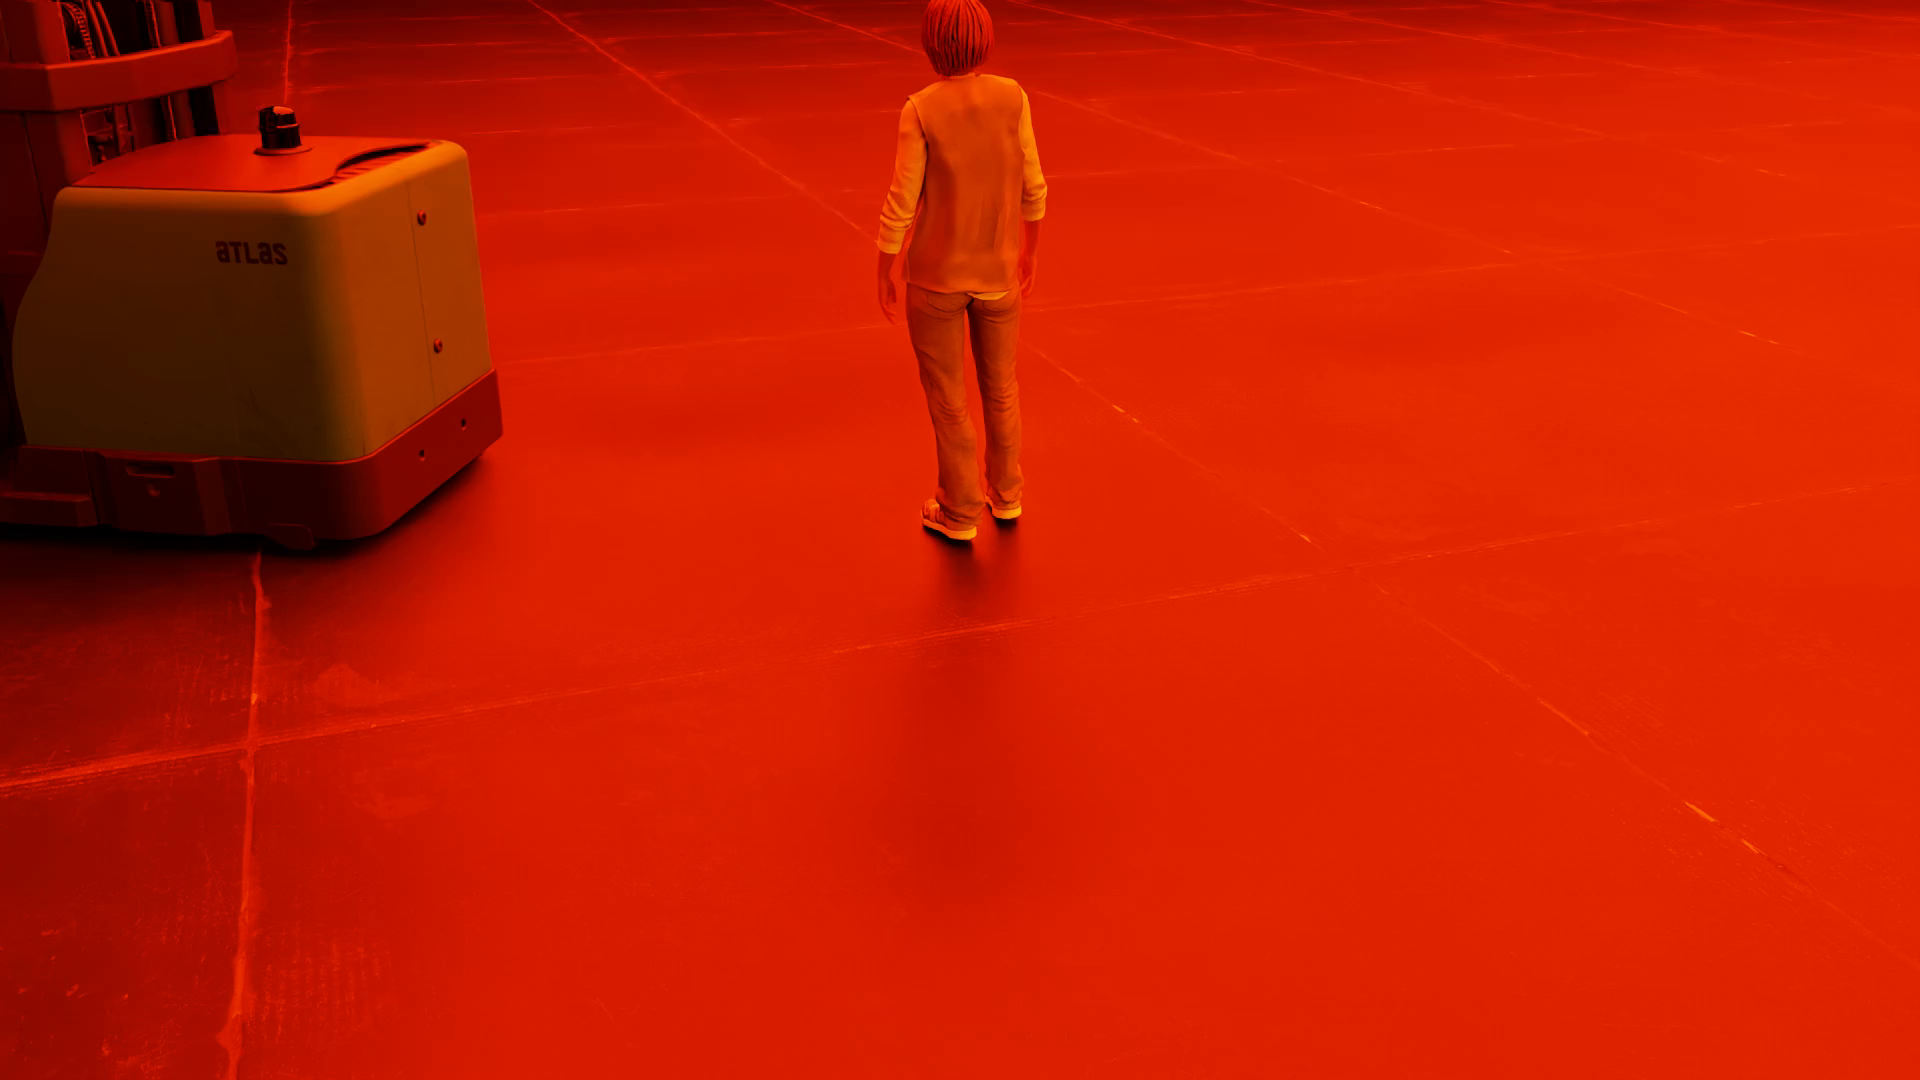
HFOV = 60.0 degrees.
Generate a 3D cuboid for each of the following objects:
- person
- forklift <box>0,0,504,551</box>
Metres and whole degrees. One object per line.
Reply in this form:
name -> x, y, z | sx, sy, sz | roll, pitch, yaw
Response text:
person -> -0.012, -0.770, 4.836 | 0.521, 1.593, 0.475 | -8, 24, -18
forklift -> -3.144, -1.571, 5.035 | 3.031, 2.935, 1.130 | 4, 23, 8
